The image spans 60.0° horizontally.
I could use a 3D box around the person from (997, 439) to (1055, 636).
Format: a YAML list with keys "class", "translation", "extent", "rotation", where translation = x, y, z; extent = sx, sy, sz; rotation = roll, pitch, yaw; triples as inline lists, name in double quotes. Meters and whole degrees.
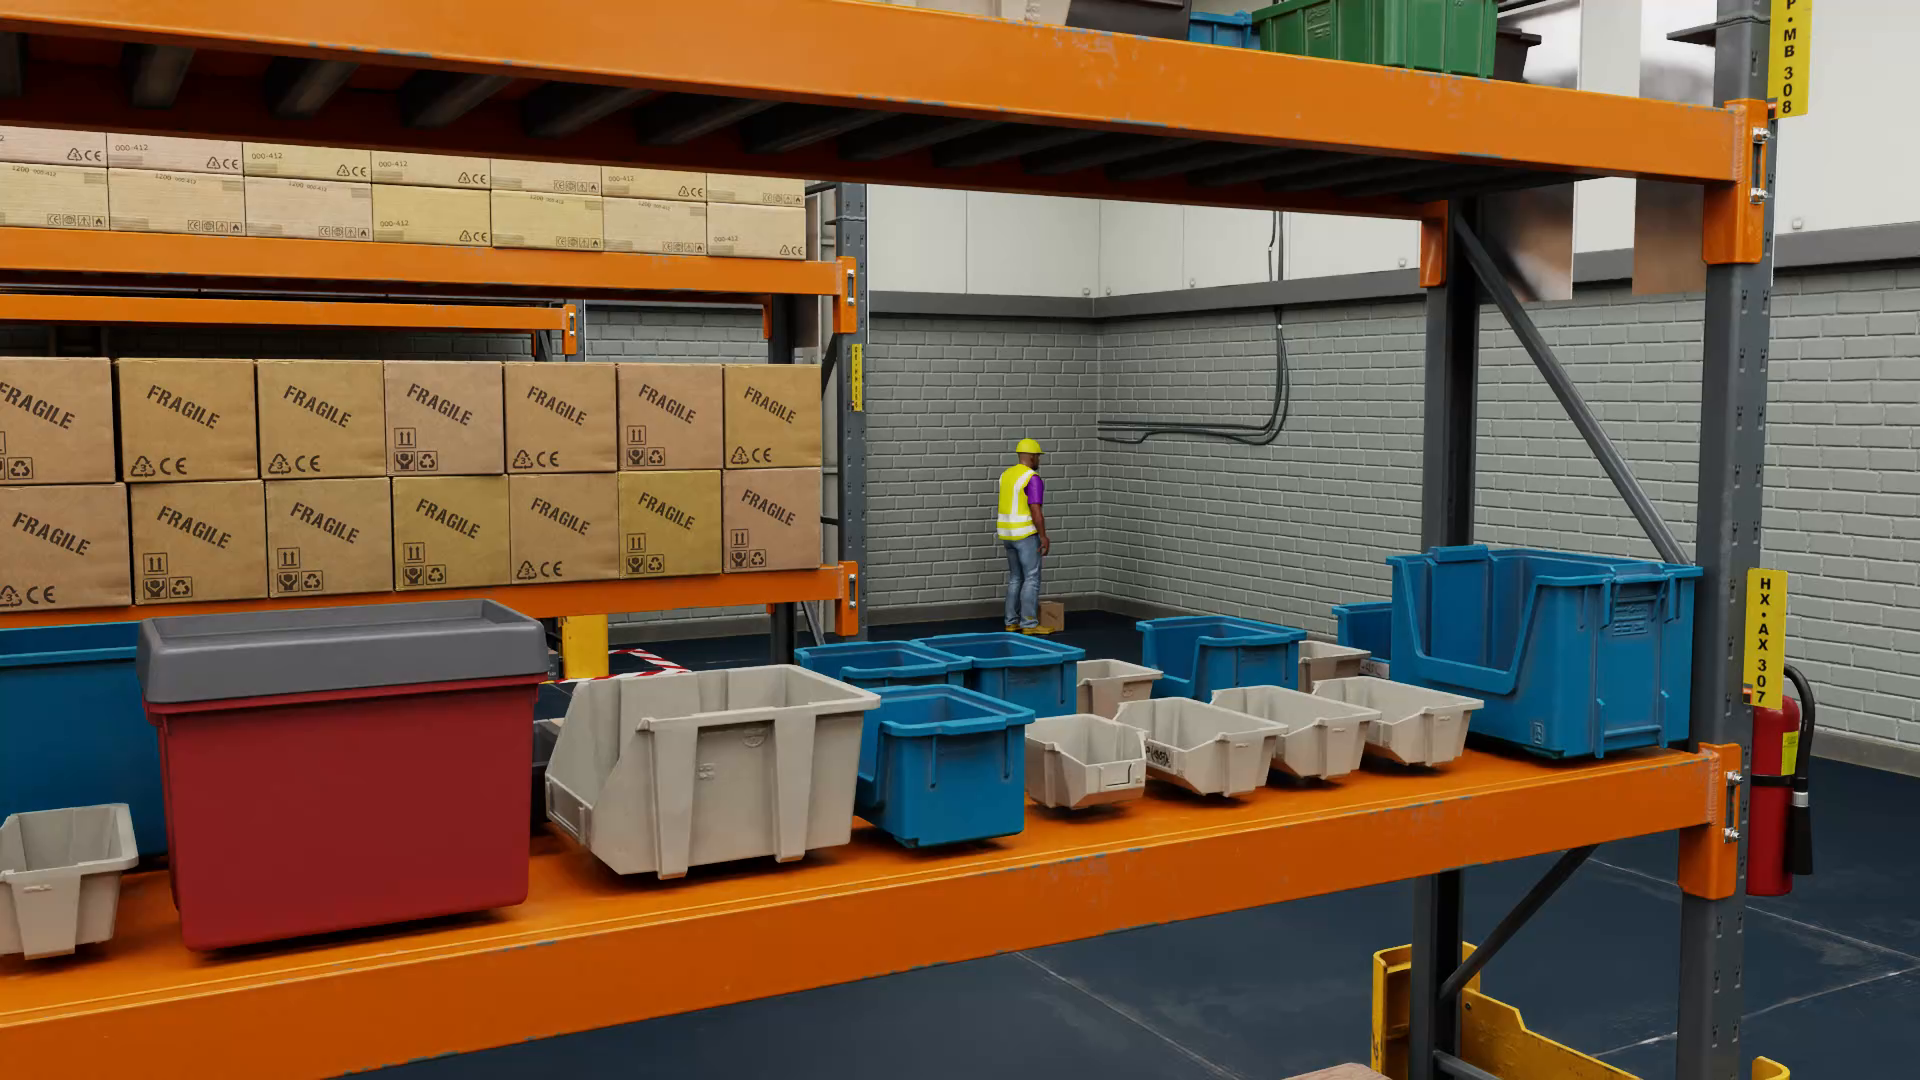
- class: "person"
  translation: [0.585, -0.038, 15.090]
  extent: [0.455, 1.761, 0.637]
  rotation: [-3, 6, -31]
